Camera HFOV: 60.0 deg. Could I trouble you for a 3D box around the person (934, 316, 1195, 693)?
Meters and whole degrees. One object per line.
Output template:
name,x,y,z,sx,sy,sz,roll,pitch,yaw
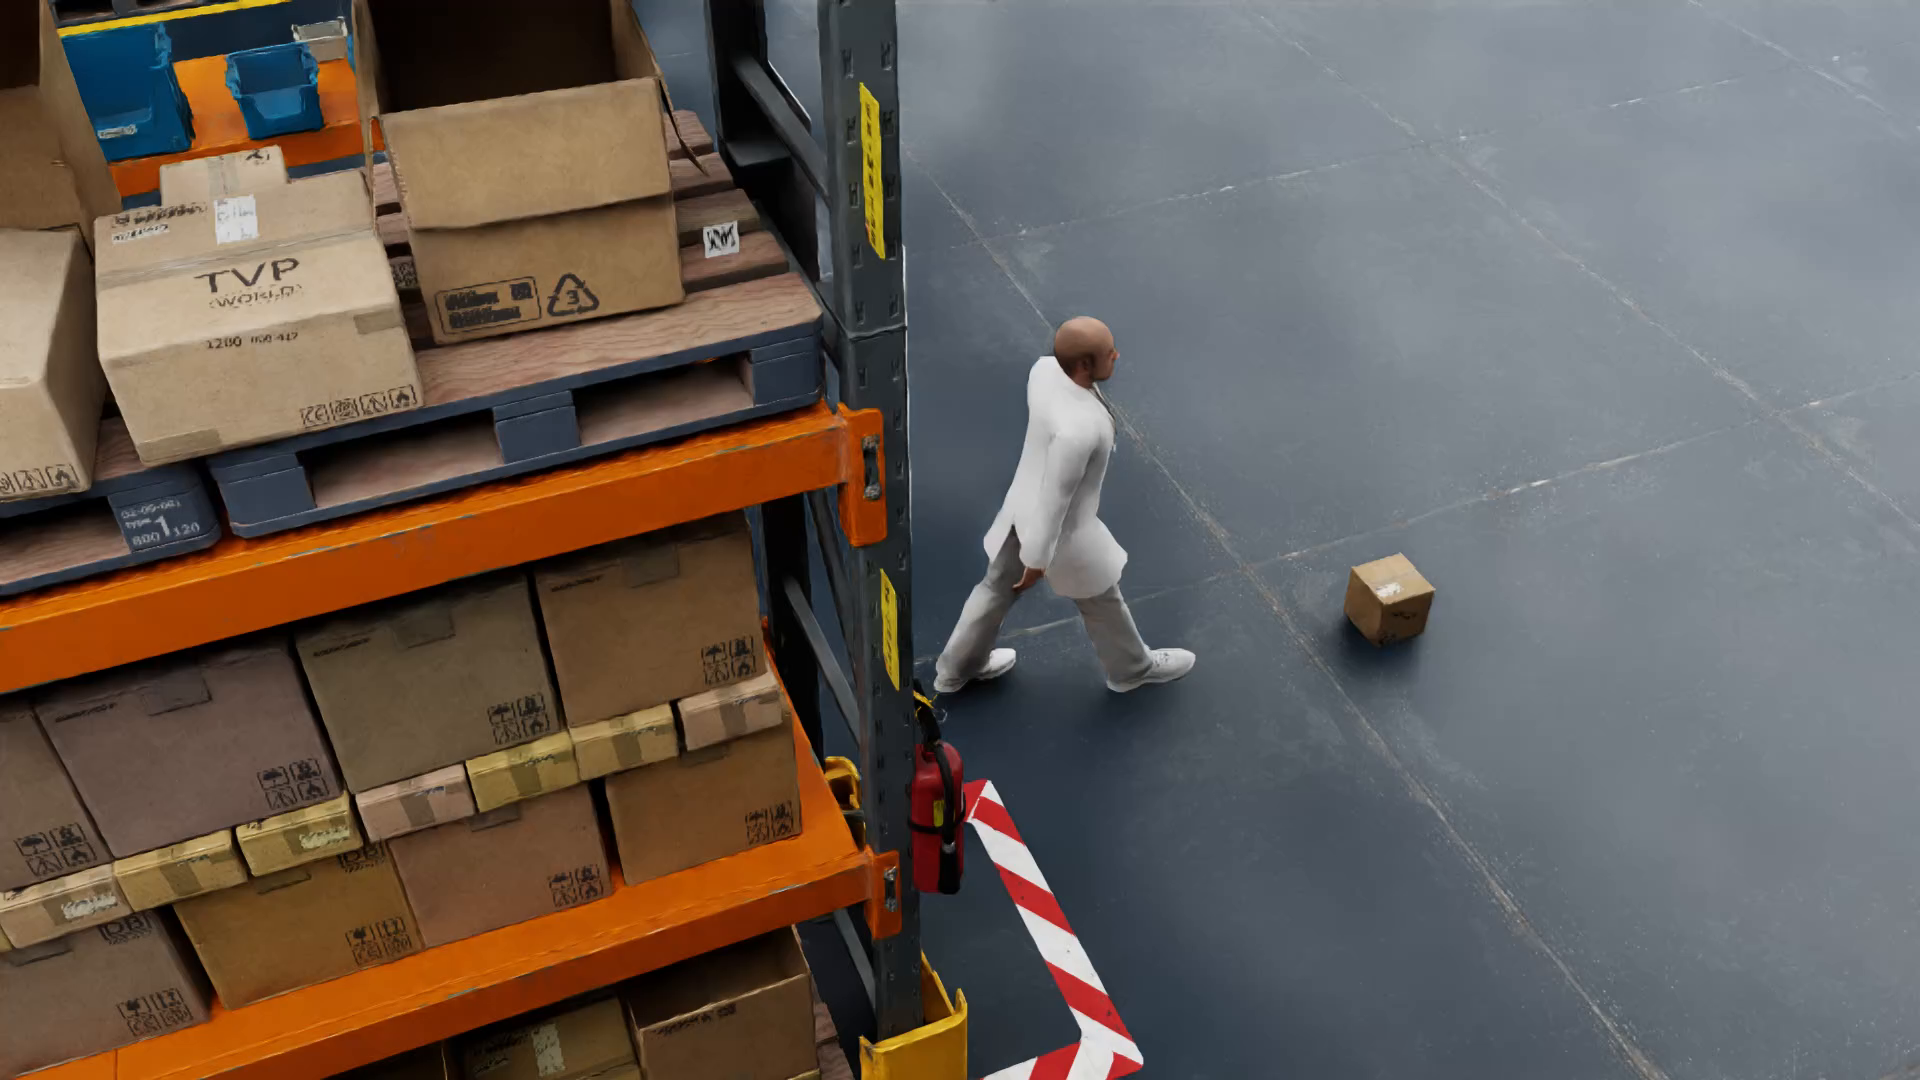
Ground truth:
person,0.407,-0.106,6.294,1.047,1.723,0.582,-11,42,-12
